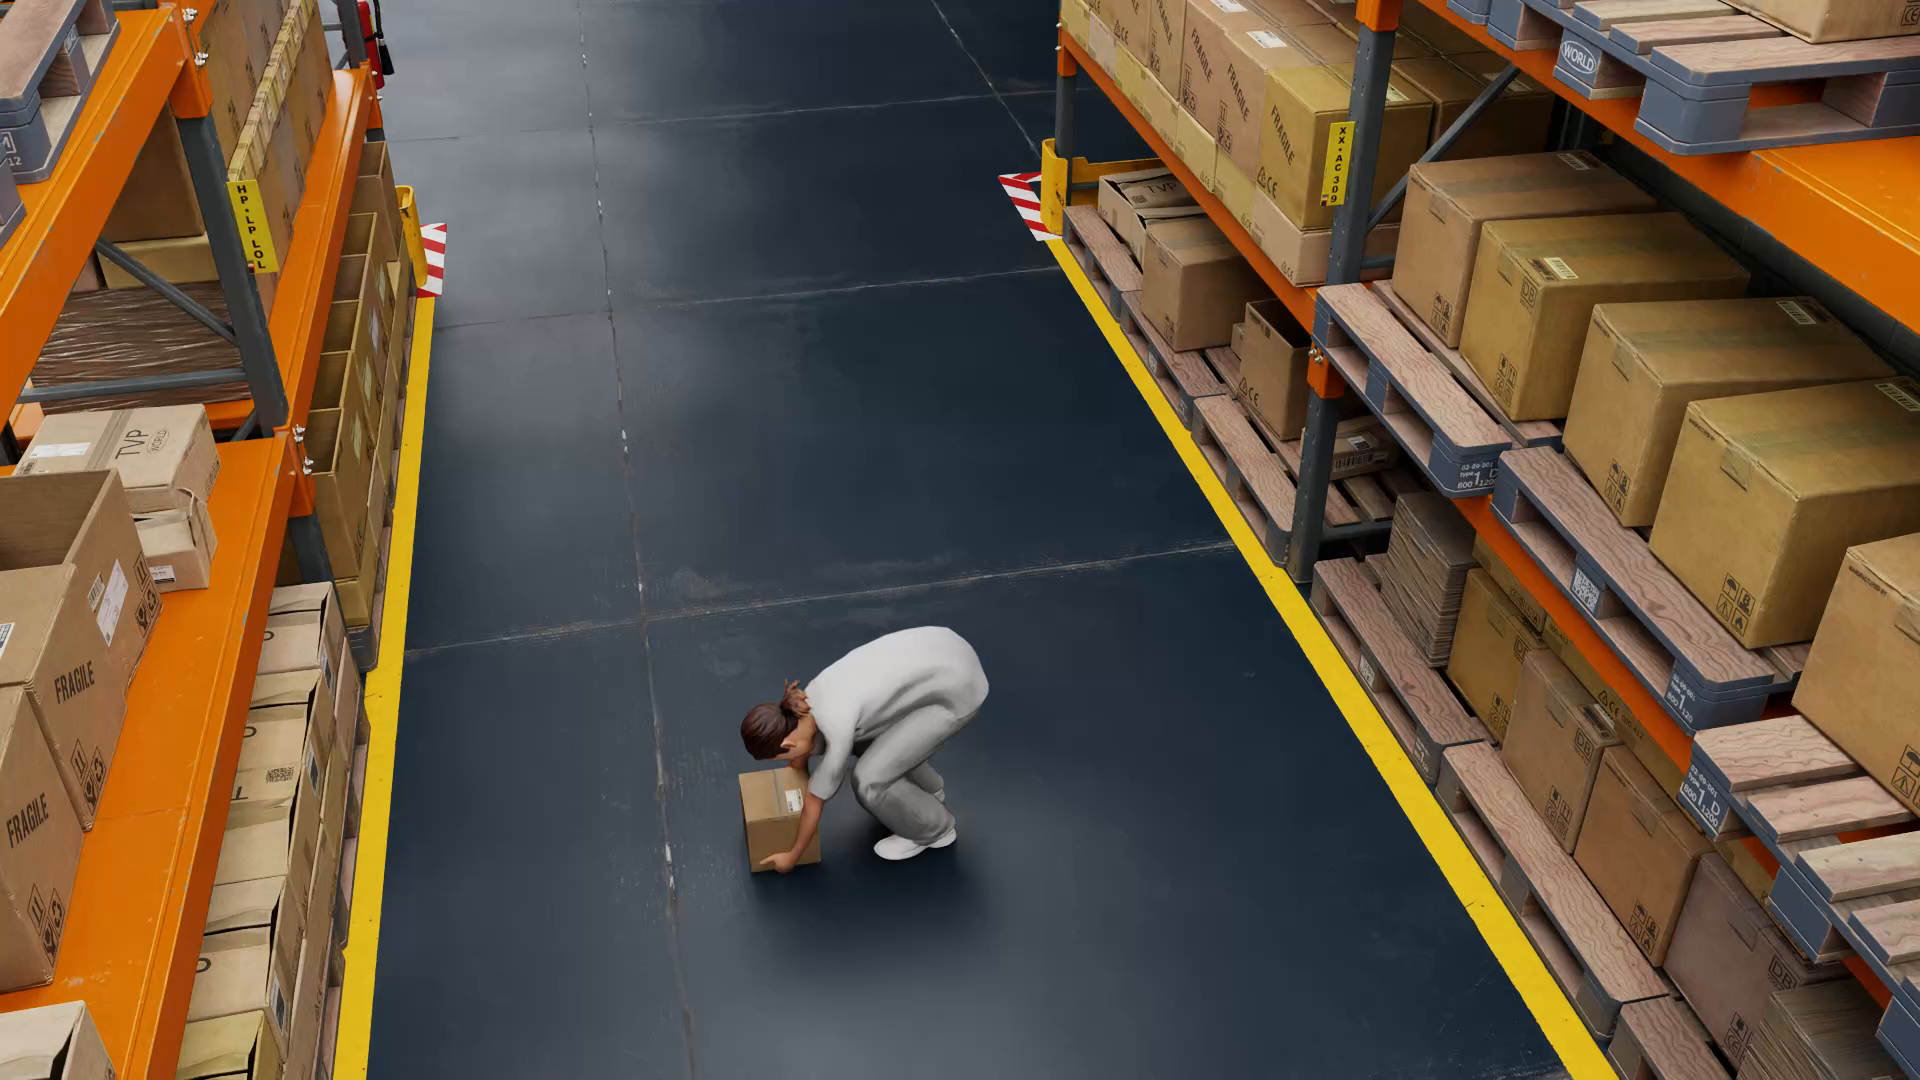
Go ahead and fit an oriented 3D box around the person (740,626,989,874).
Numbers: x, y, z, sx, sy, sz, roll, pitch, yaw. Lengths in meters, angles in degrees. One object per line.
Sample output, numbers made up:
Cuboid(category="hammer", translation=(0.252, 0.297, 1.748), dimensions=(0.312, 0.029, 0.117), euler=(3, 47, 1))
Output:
Cuboid(category="person", translation=(-0.331, 0.734, 5.837), dimensions=(0.855, 0.832, 0.476), euler=(-9, 35, -12))
